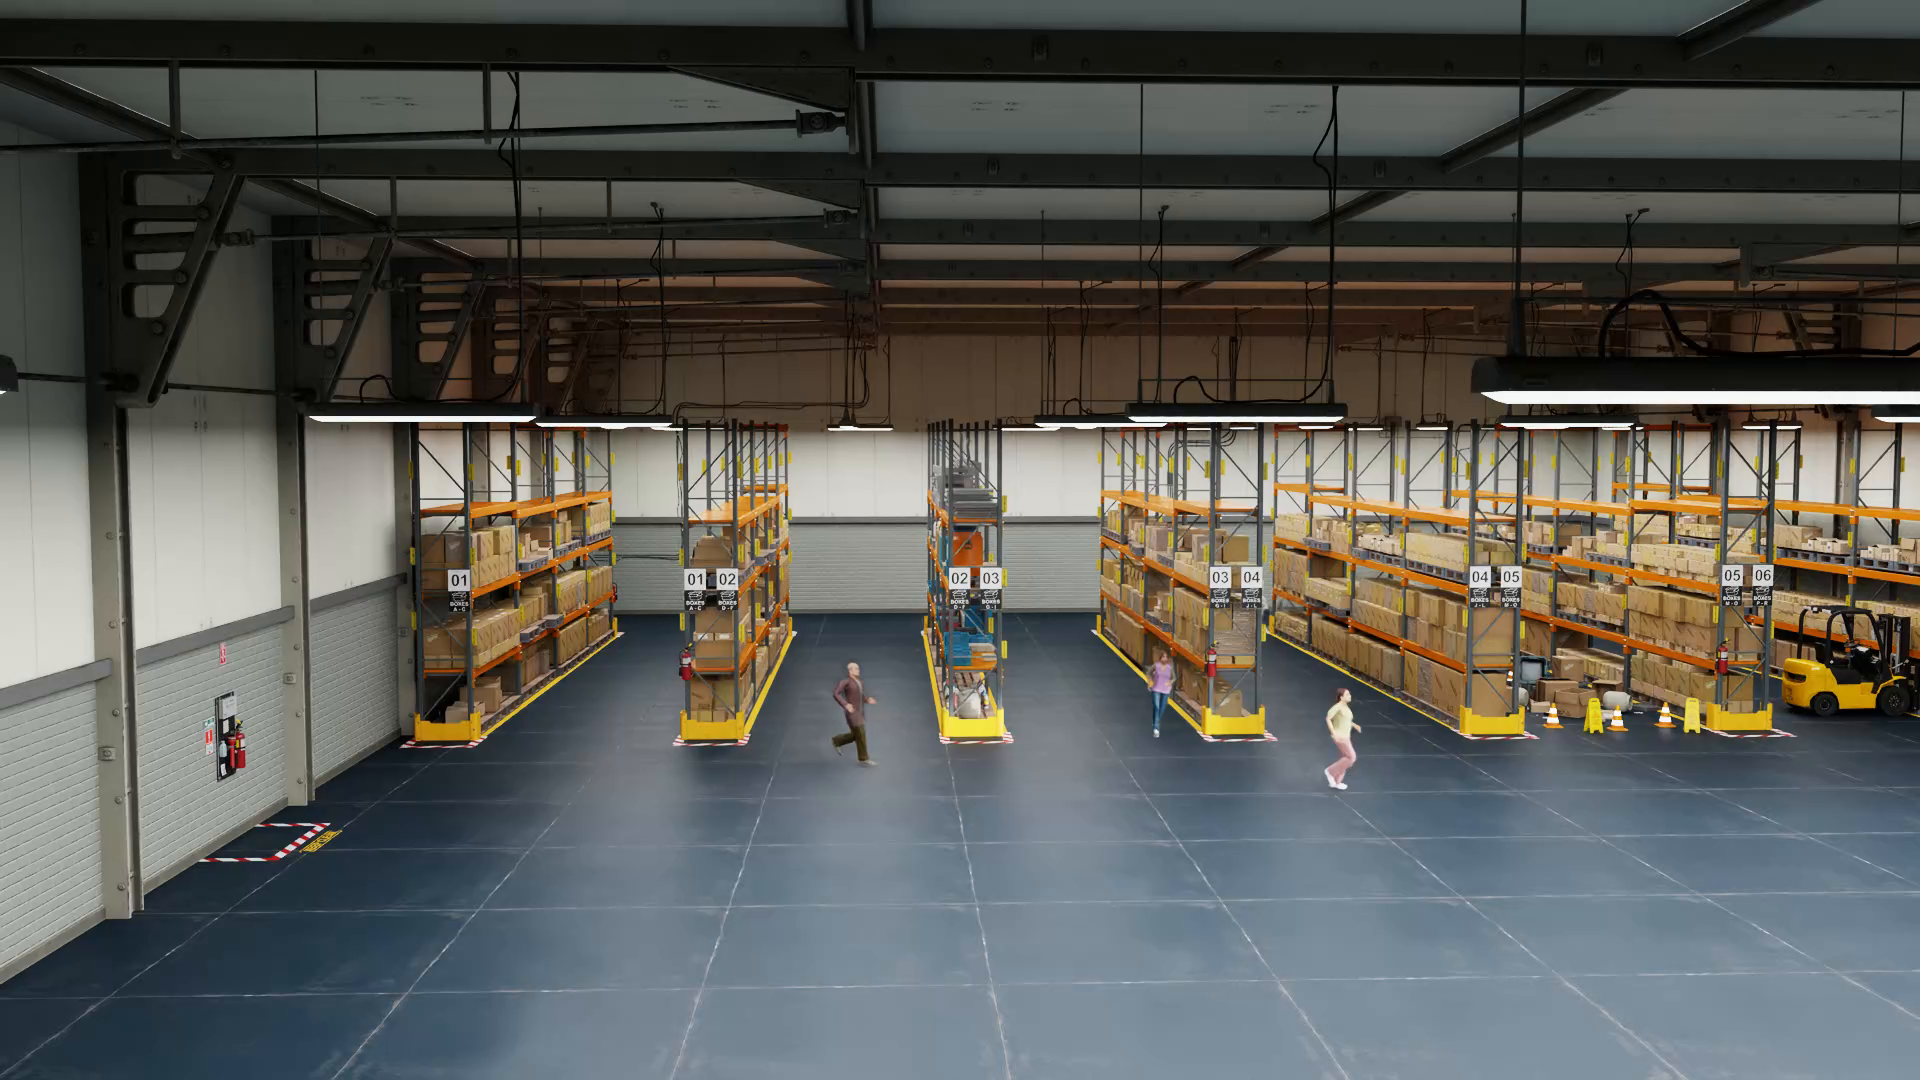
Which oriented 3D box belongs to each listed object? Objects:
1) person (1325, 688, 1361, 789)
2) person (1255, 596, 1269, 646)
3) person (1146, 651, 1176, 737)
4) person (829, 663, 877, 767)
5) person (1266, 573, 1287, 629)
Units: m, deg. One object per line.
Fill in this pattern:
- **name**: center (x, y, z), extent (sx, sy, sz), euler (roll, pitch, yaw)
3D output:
- **person**: center (6.181, 3.188, 26.799), extent (0.519, 1.638, 0.591), euler (2, 4, 29)
- **person**: center (7.927, 2.057, 44.275), extent (0.584, 1.710, 0.667), euler (0, 4, 0)
- **person**: center (3.843, 2.907, 31.684), extent (0.570, 1.583, 0.812), euler (0, 4, -2)
- **person**: center (-1.870, 3.008, 28.748), extent (0.970, 1.779, 0.710), euler (2, 4, 24)
- **person**: center (9.407, 1.758, 48.964), extent (0.914, 1.690, 0.622), euler (-1, 4, -12)
